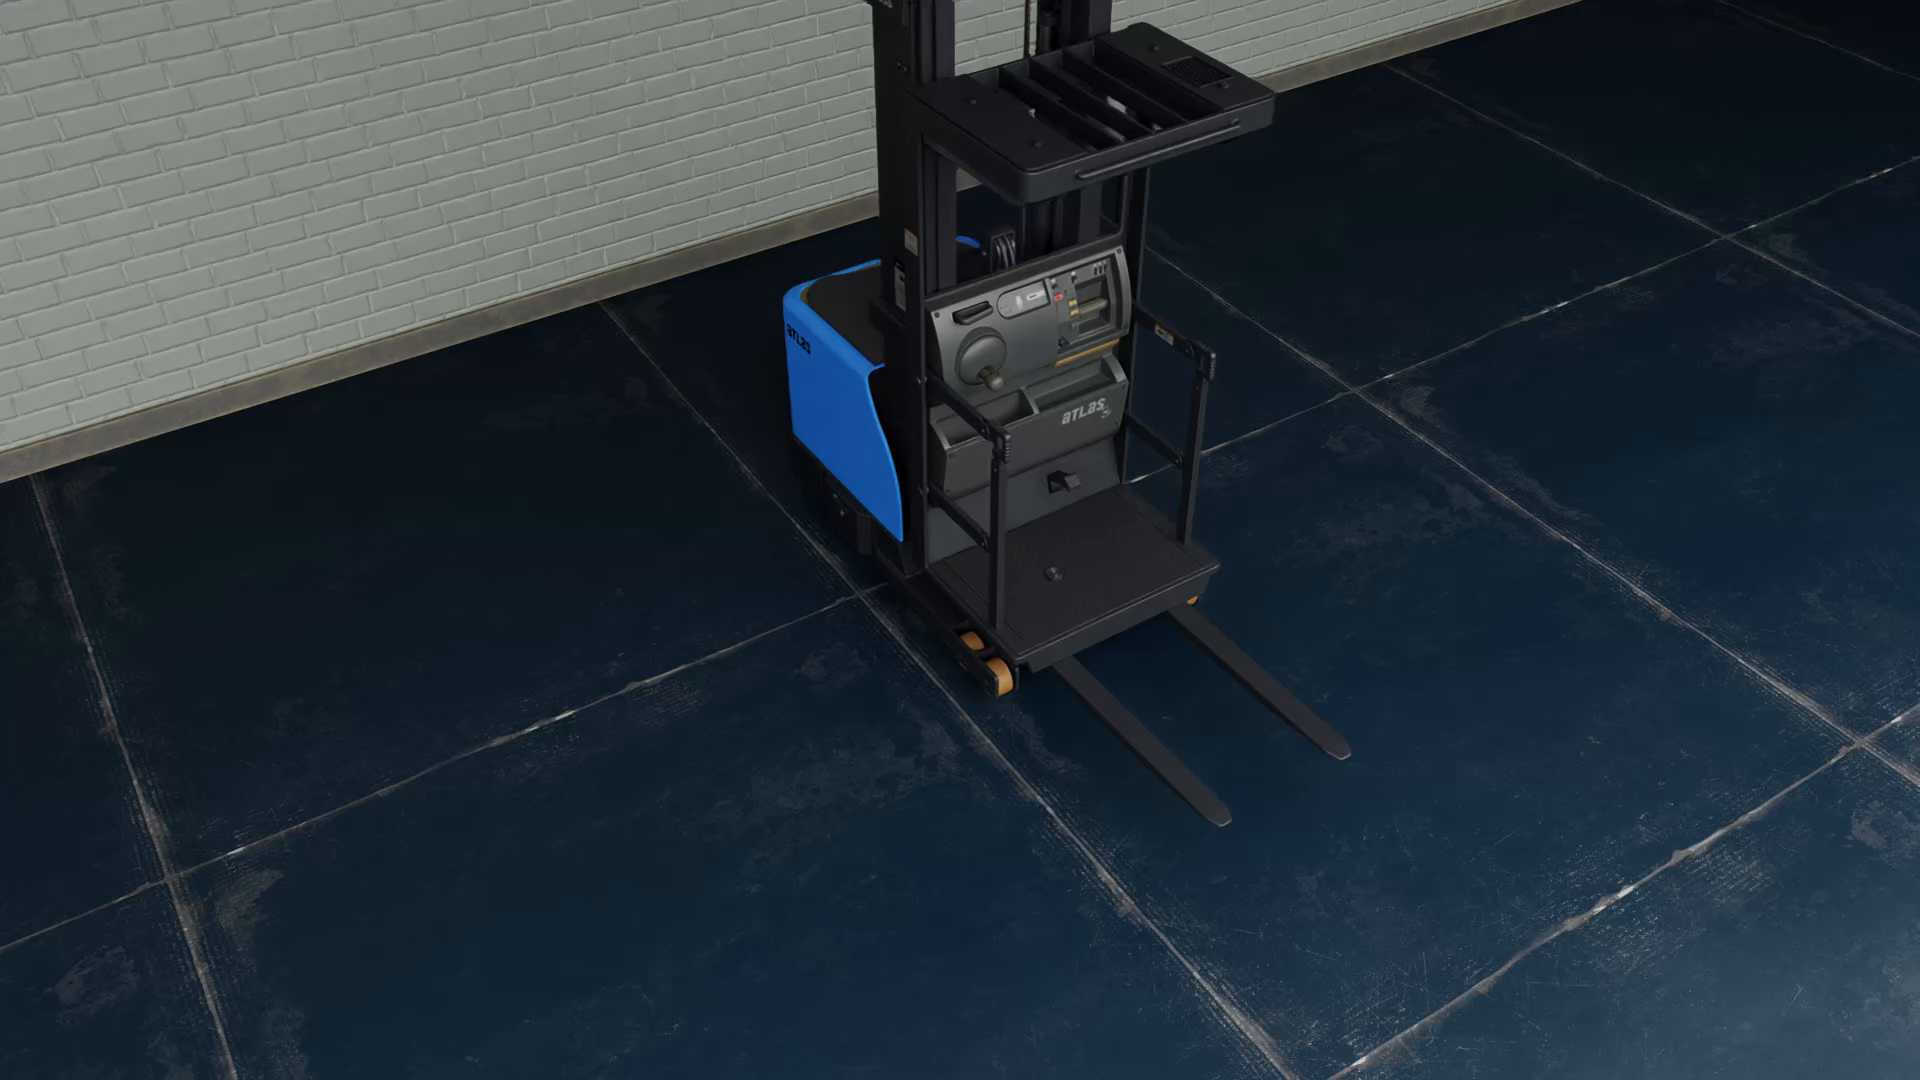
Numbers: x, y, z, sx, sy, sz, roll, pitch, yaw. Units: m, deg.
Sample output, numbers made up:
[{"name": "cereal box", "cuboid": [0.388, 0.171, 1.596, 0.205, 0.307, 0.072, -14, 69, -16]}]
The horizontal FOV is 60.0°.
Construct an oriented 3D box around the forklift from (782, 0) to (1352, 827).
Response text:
[{"name": "forklift", "cuboid": [0.413, -0.814, 6.498, 1.130, 2.935, 3.031, -23, 45, -25]}]
